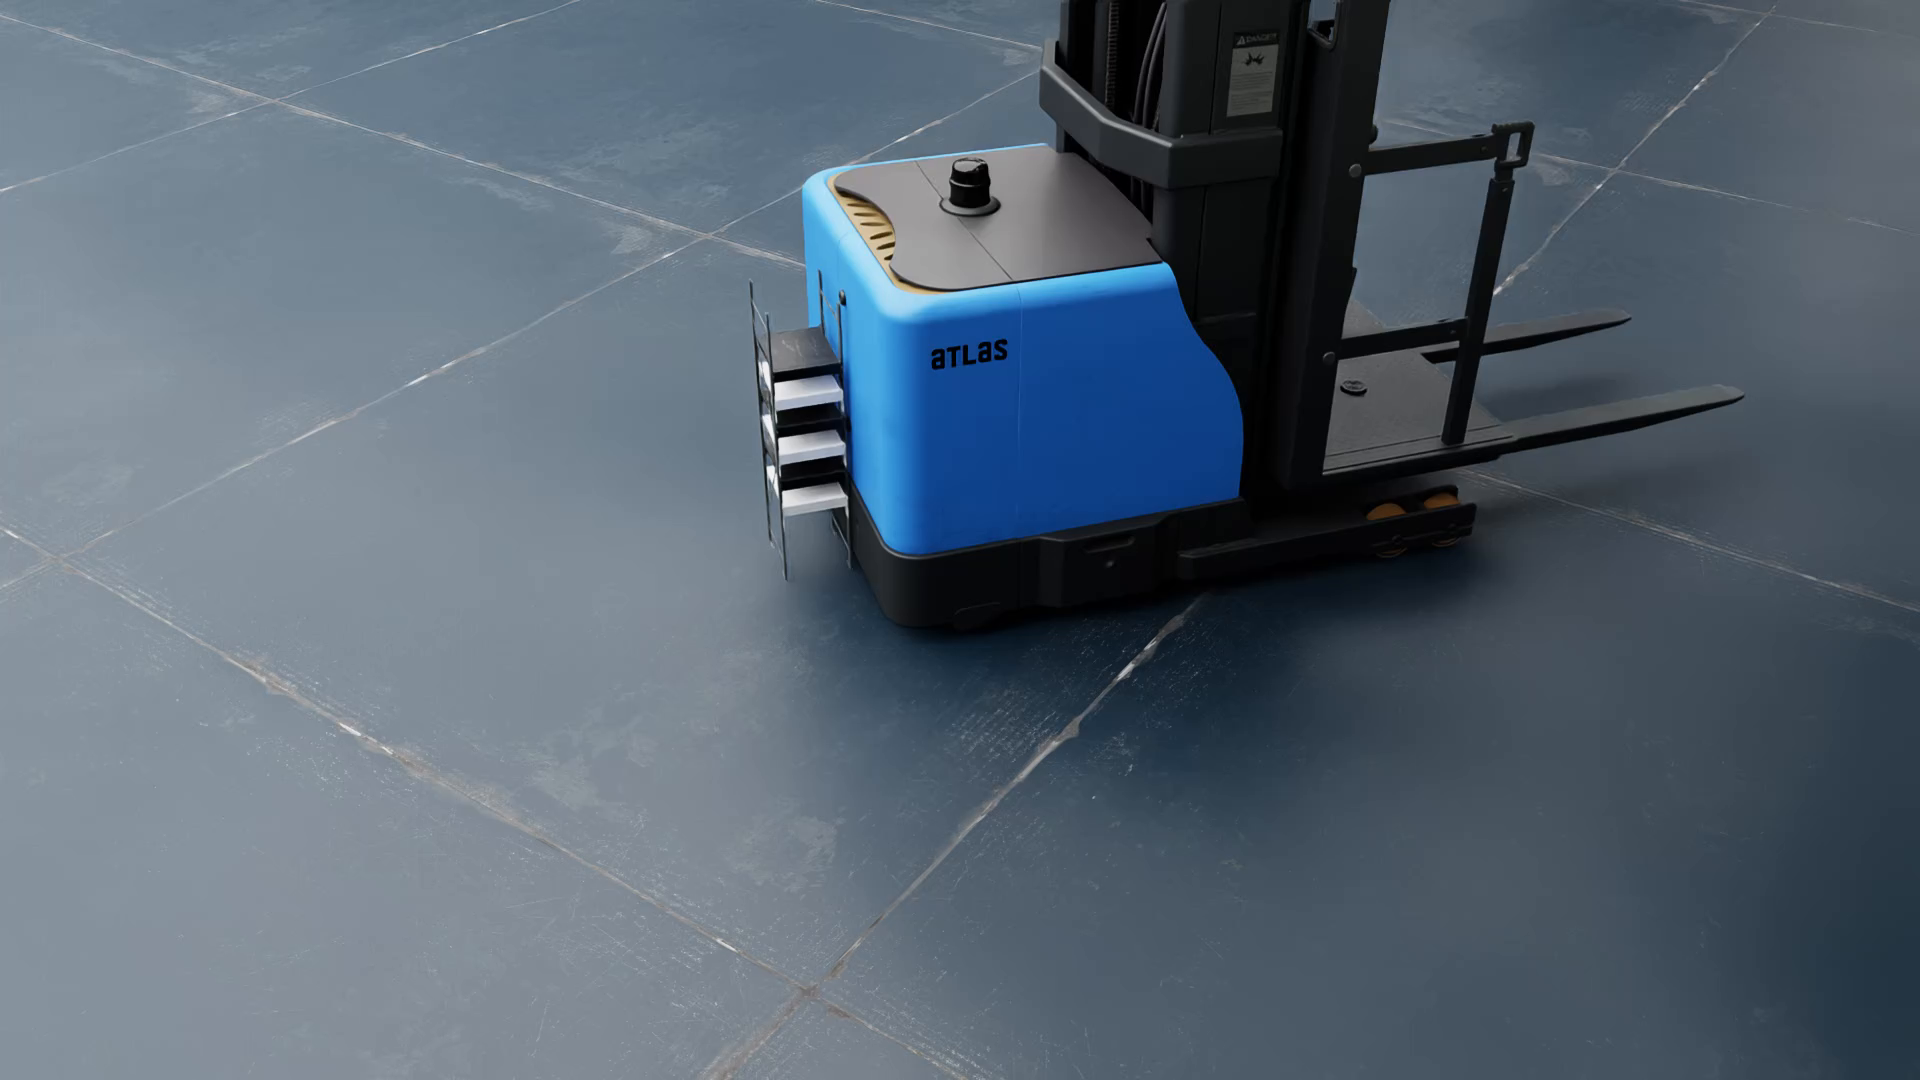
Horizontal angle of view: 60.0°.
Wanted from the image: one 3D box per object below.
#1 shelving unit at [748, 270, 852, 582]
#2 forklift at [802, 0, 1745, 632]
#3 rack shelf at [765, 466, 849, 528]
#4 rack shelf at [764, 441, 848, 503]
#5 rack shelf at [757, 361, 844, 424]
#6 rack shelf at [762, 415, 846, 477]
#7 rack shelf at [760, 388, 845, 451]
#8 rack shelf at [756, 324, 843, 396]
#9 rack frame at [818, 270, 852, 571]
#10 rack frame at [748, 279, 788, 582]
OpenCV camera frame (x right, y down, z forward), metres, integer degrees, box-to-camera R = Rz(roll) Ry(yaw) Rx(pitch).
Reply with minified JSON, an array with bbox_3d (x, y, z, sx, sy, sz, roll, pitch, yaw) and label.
[{"bbox_3d":[-0.467,-0.326,4.928,0.210,0.900,0.258,-10,35,-15],"label":"shelving unit"},{"bbox_3d":[1.090,-1.430,4.748,3.031,2.935,1.130,-10,35,-15],"label":"forklift"},{"bbox_3d":[-0.467,-0.149,5.048,0.200,0.077,0.258,-10,35,-15],"label":"rack shelf"},{"bbox_3d":[-0.467,-0.224,4.997,0.200,0.077,0.258,-10,35,-15],"label":"rack shelf"},{"bbox_3d":[-0.467,-0.447,4.846,0.200,0.077,0.258,-10,35,-15],"label":"rack shelf"},{"bbox_3d":[-0.467,-0.298,4.947,0.200,0.077,0.258,-10,35,-15],"label":"rack shelf"},{"bbox_3d":[-0.467,-0.373,4.897,0.200,0.077,0.258,-10,35,-15],"label":"rack shelf"},{"bbox_3d":[-0.467,-0.522,4.796,0.200,0.077,0.258,-10,35,-15],"label":"rack shelf"},{"bbox_3d":[-0.371,-0.343,4.954,0.006,0.900,0.240,-10,35,-15],"label":"rack frame"},{"bbox_3d":[-0.564,-0.308,4.902,0.006,0.900,0.240,-10,35,-15],"label":"rack frame"}]
